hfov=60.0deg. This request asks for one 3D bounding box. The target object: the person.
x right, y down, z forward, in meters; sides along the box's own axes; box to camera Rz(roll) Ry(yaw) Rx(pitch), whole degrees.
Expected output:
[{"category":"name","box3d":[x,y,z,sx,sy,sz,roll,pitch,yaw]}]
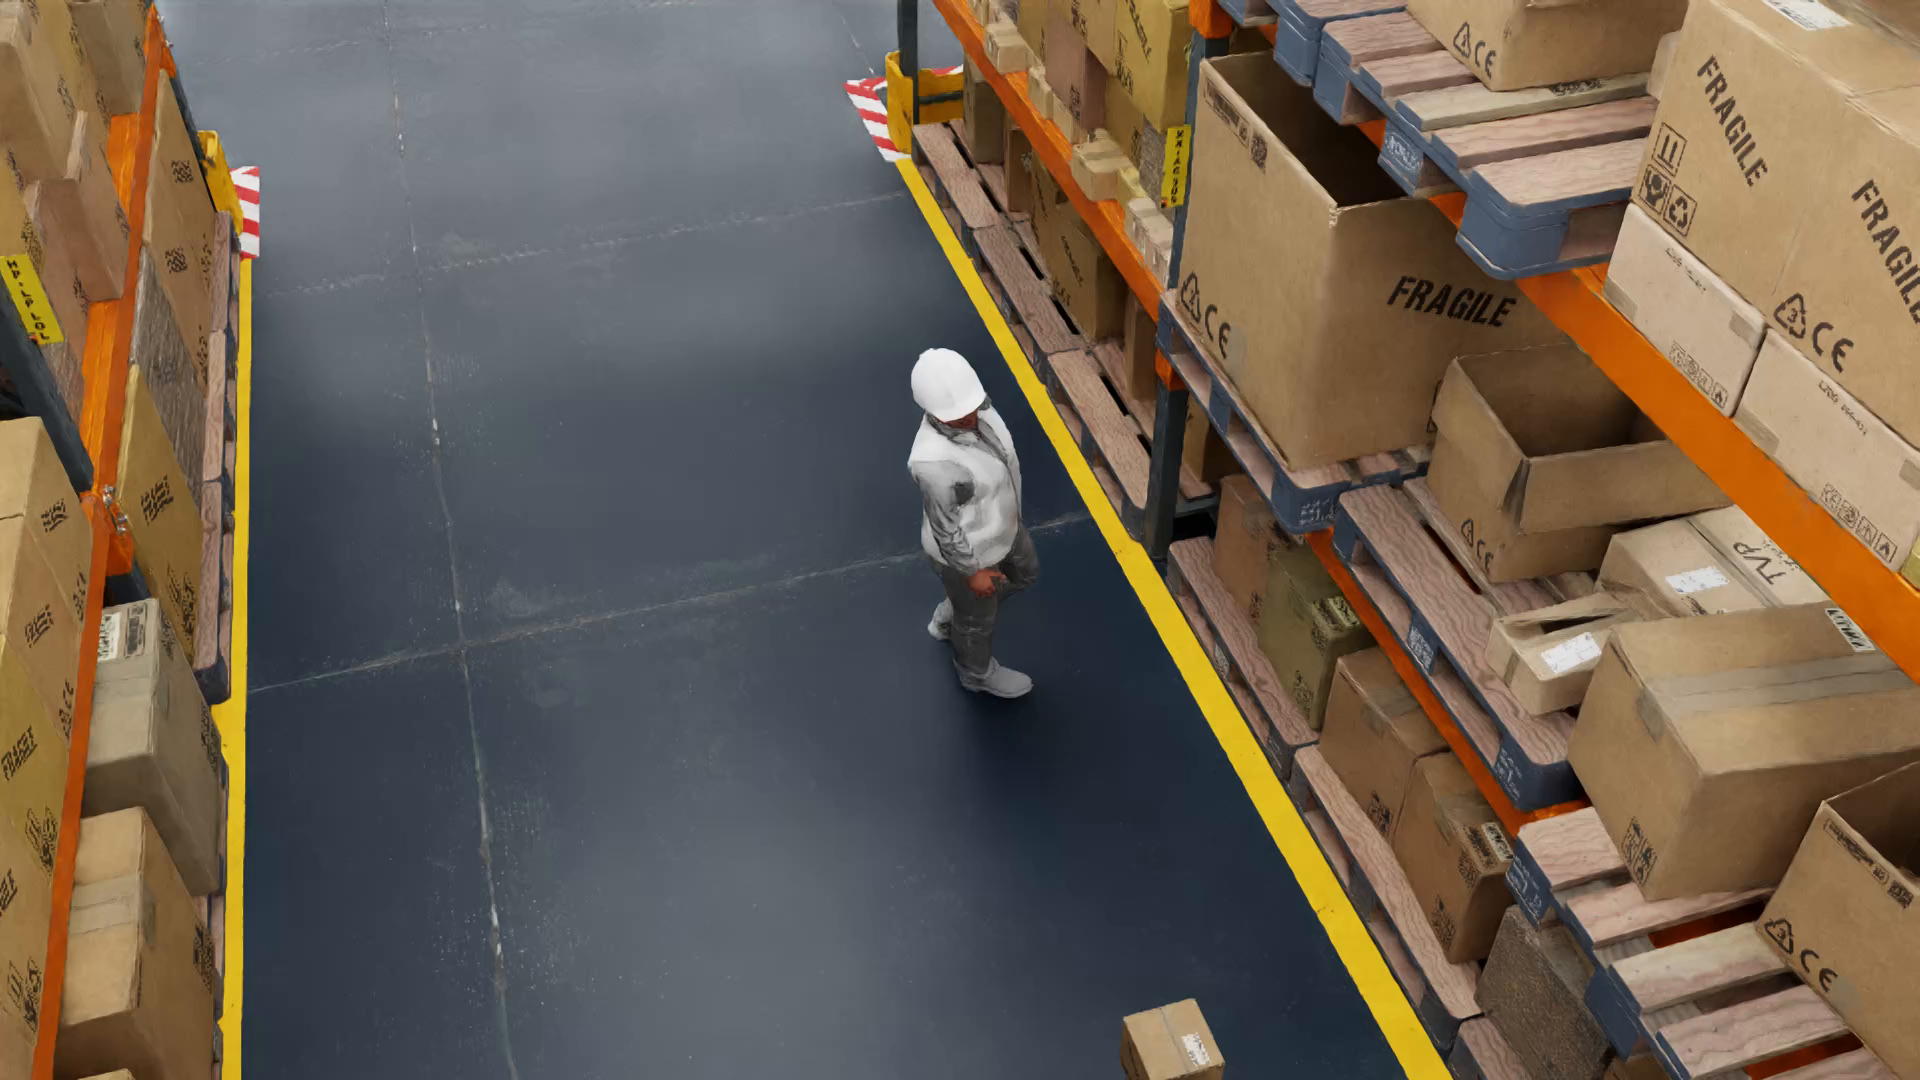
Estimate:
[{"category":"person","box3d":[0.058,-0.030,6.182,0.454,1.759,0.622,9,43,10]}]
